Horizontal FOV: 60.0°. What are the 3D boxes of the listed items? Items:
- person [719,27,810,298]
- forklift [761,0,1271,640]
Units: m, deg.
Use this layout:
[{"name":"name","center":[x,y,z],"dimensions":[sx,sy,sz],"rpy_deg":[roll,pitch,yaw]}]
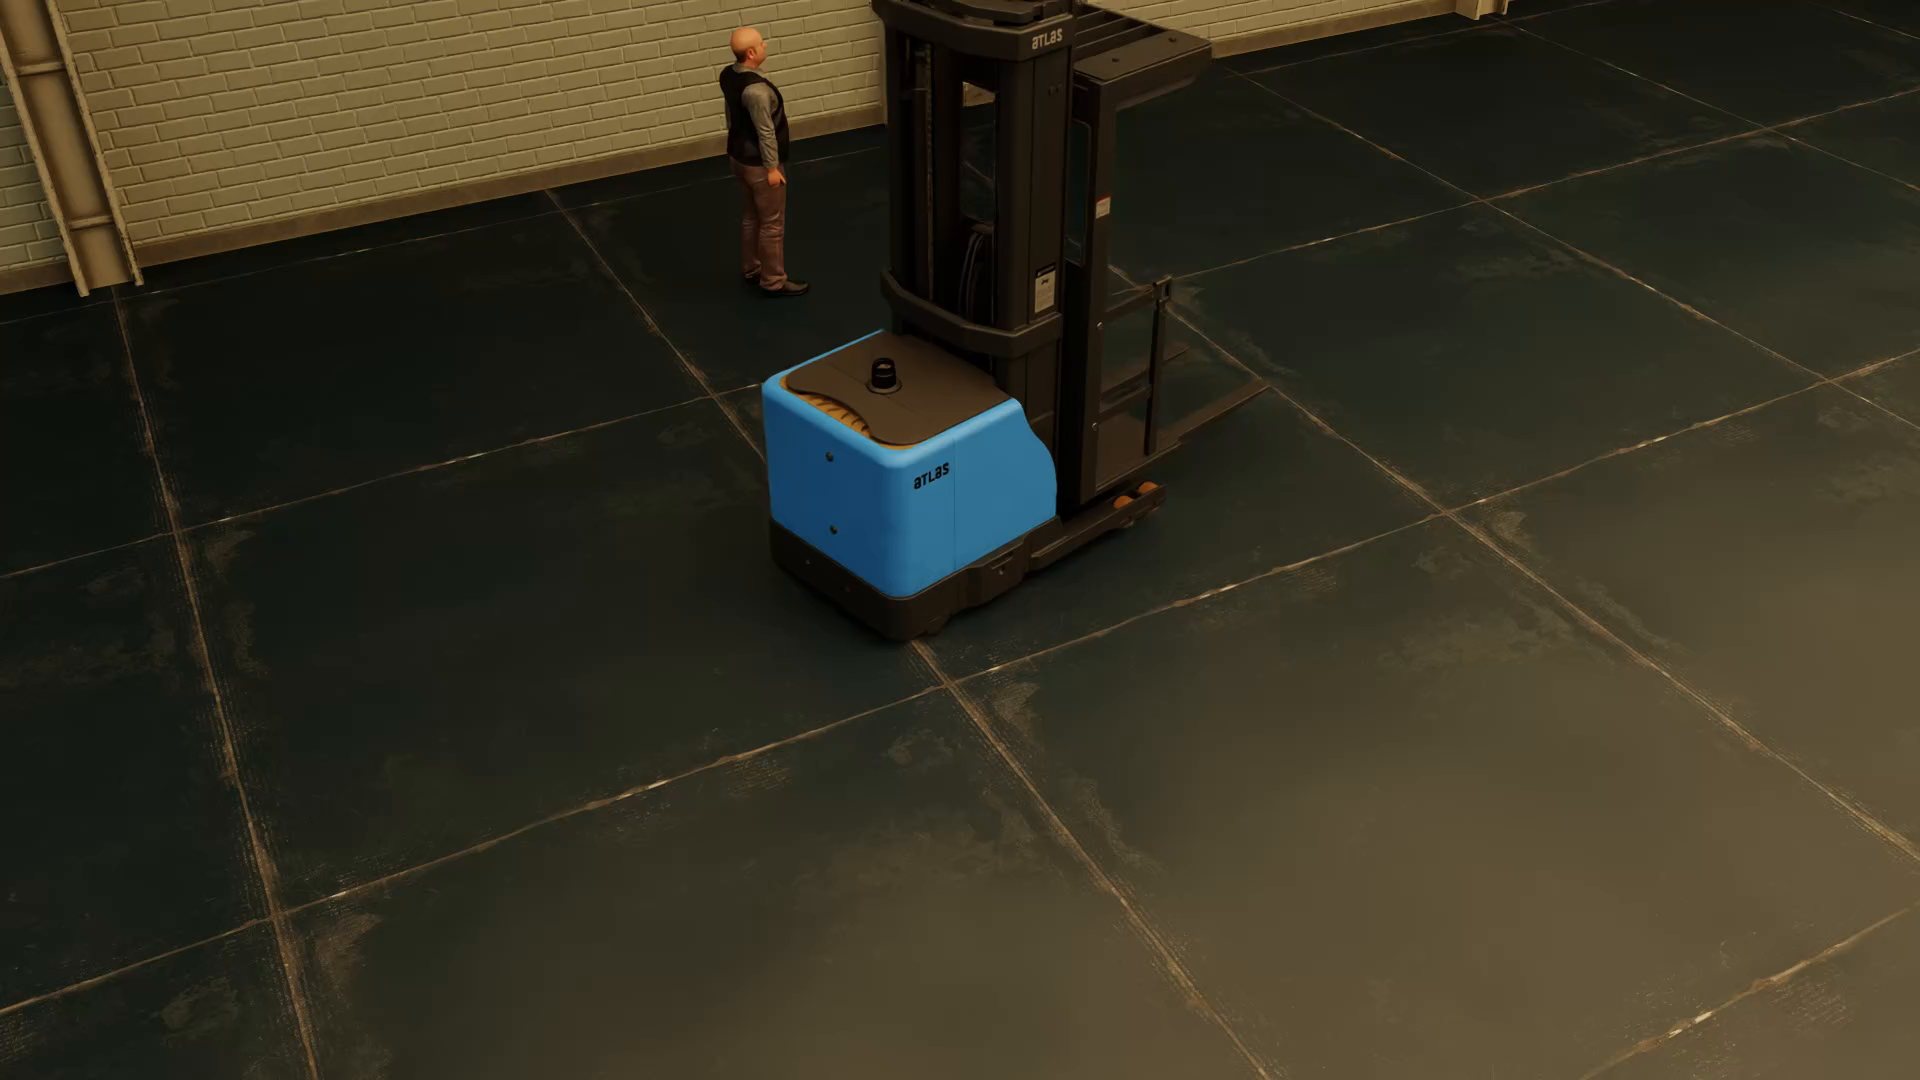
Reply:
[{"name":"person","center":[-1.267,-2.405,10.575],"dimensions":[0.375,1.724,0.525],"rpy_deg":[-20,40,-26]},{"name":"forklift","center":[0.457,-1.458,8.186],"dimensions":[3.031,2.935,1.130],"rpy_deg":[-29,44,-34]}]
